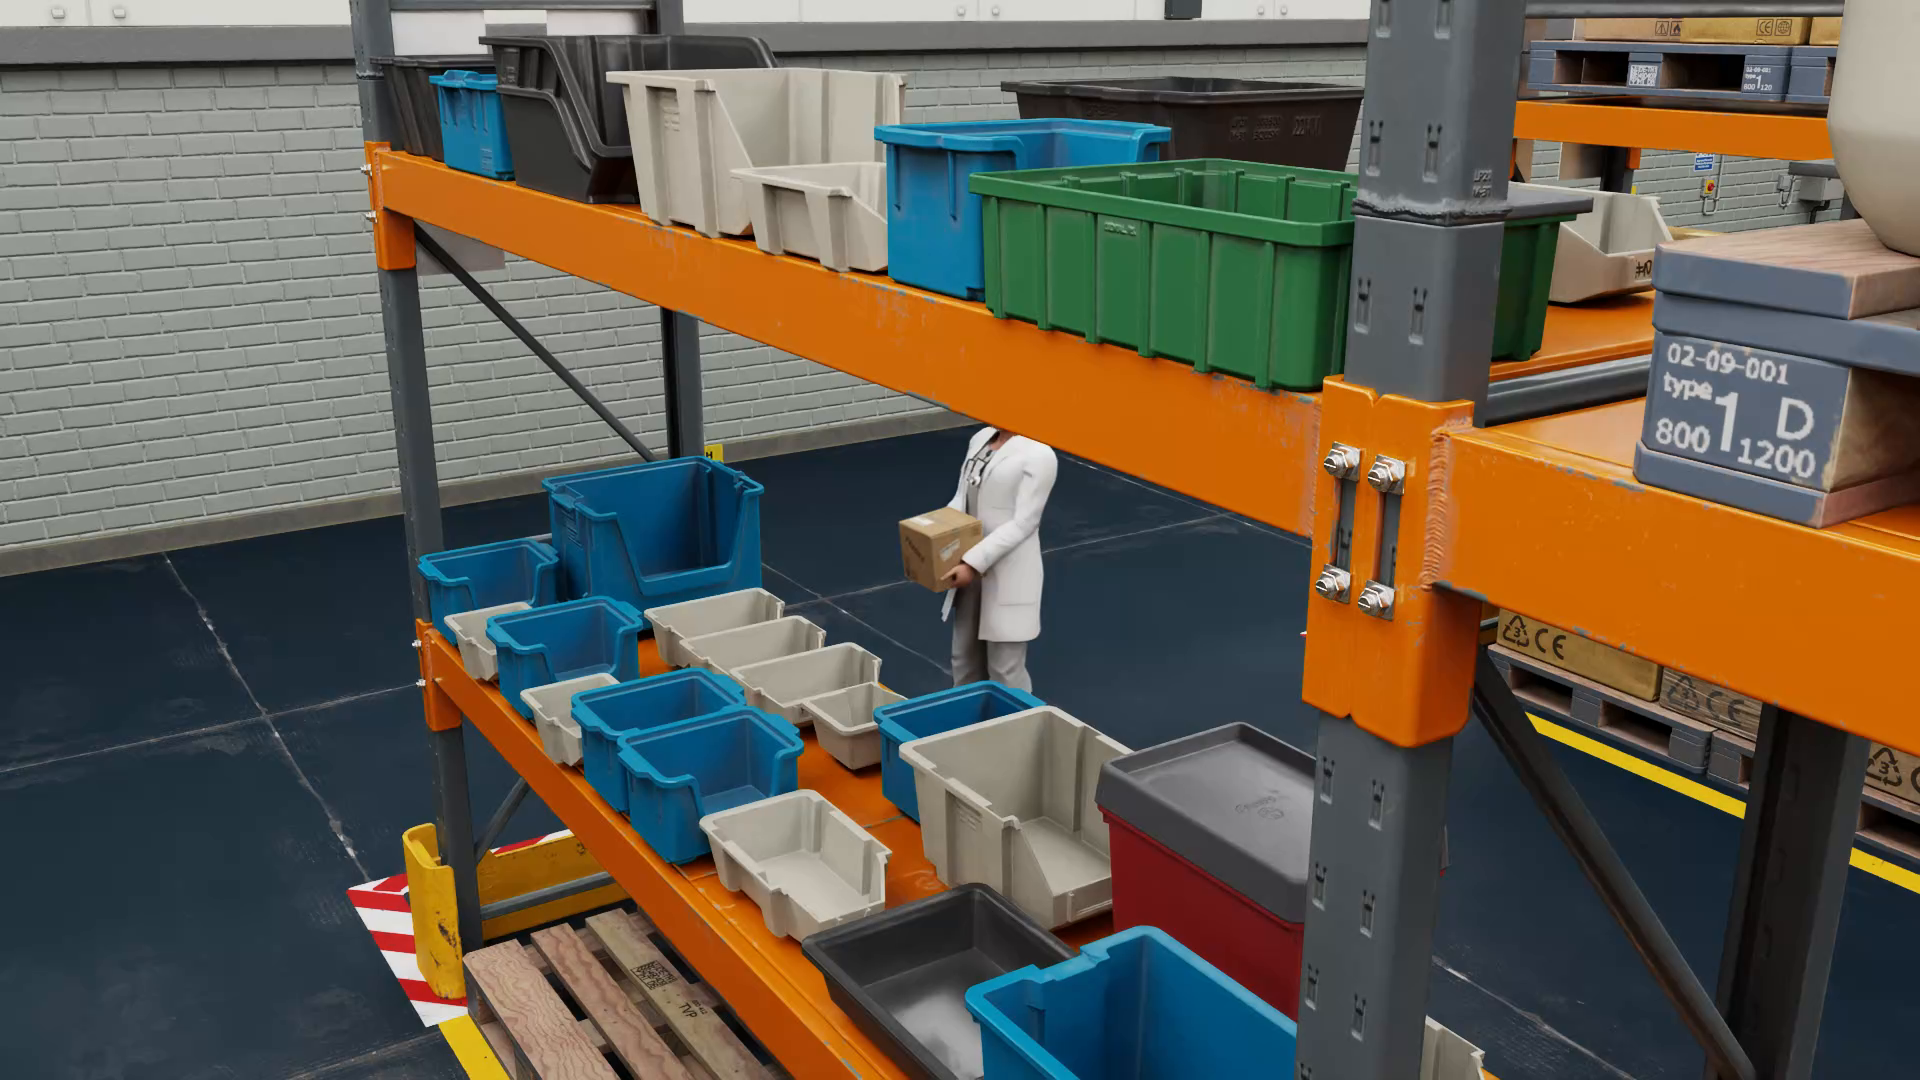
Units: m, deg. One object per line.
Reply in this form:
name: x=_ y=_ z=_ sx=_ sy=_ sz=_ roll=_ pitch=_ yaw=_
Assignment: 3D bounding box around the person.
person: x=0.079 y=0.177 z=7.026 sx=0.554 sy=1.774 sz=0.533 roll=-11 pitch=21 yaw=-32
